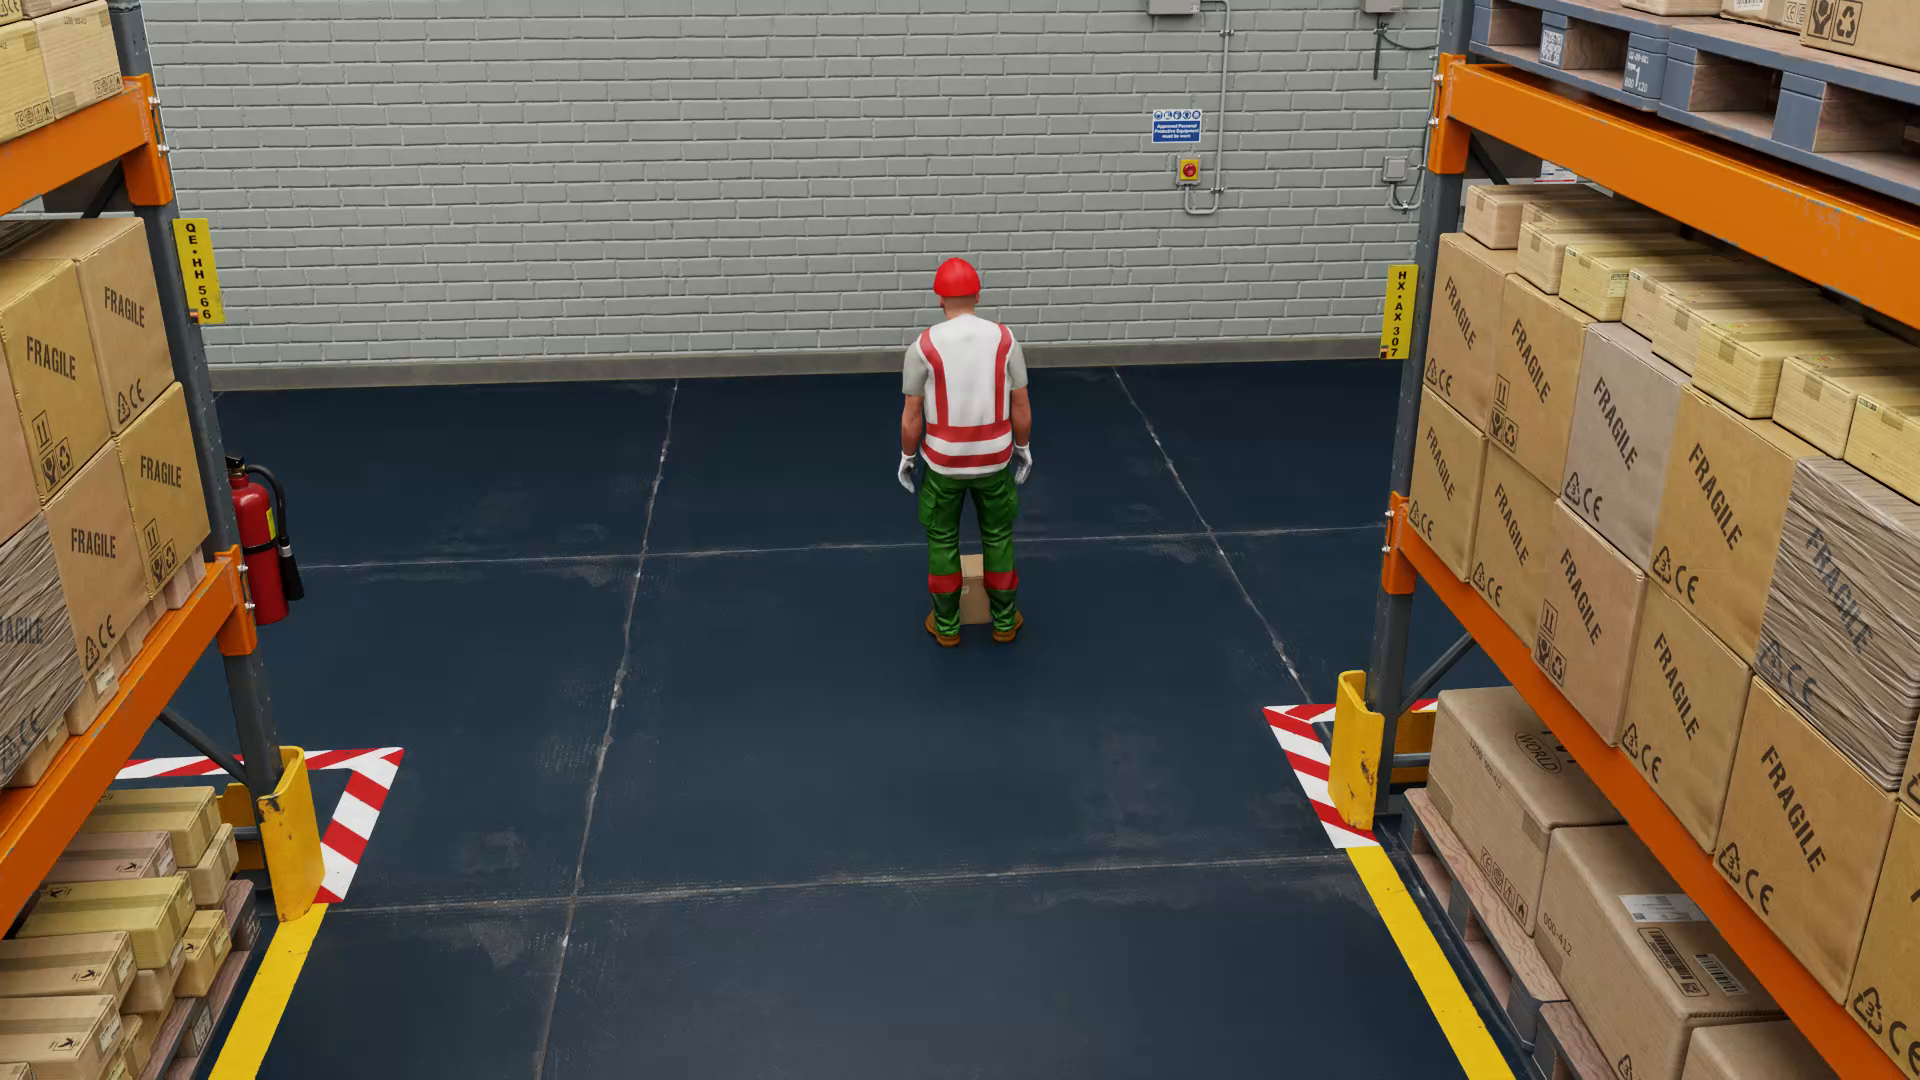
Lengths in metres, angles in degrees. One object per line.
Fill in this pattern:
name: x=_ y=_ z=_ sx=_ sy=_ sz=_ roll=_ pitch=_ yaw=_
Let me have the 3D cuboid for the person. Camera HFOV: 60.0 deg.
person: x=0.025 y=-0.371 z=7.434 sx=0.612 sy=1.778 sz=0.451 roll=-4 pitch=24 yaw=-8
